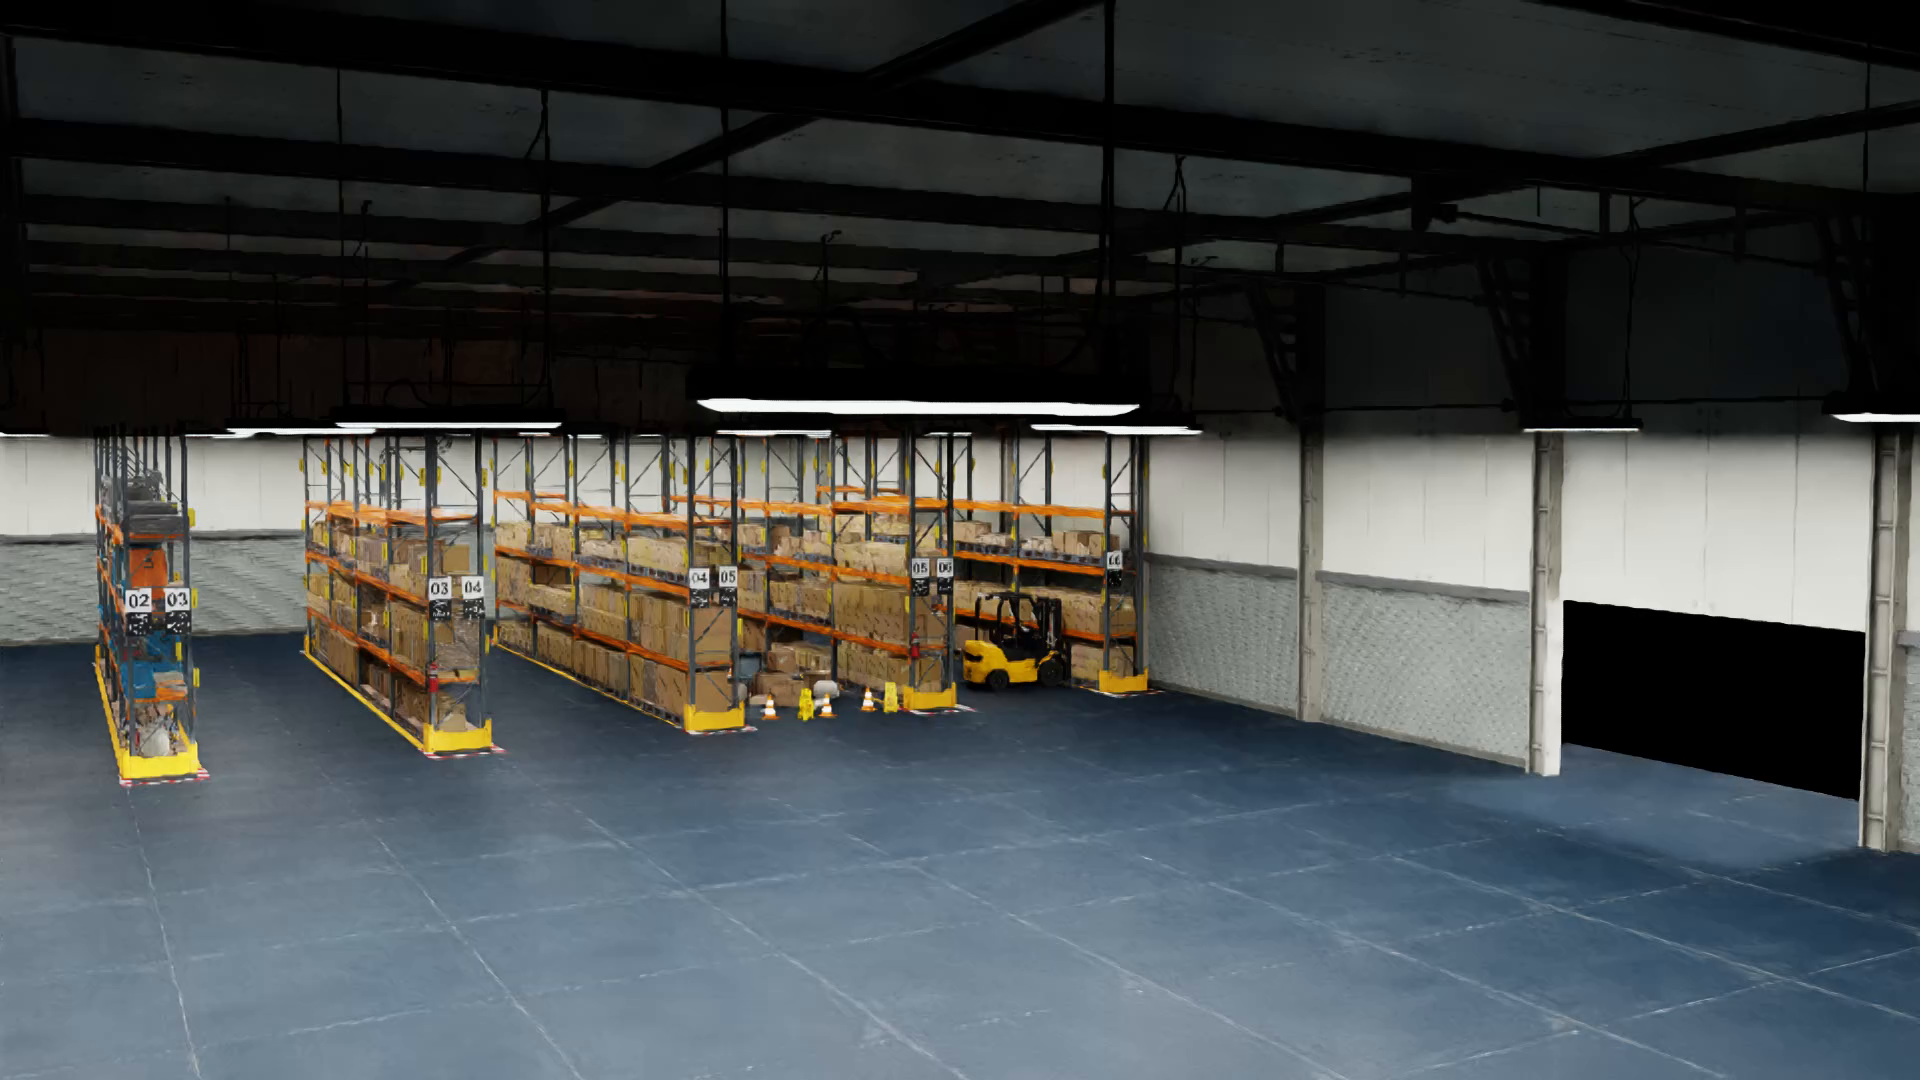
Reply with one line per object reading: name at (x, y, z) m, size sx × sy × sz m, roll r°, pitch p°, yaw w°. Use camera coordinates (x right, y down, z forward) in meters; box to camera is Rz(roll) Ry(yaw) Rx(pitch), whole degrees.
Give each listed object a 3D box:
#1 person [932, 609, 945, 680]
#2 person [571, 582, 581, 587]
person at (-0.594, 2.483, 39.529) m, size 0.463 × 1.675 × 0.524 m, roll 0°, pitch 3°, yaw 1°
person at (-11.769, 1.843, 51.108) m, size 0.470 × 1.587 × 0.506 m, roll 1°, pitch 4°, yaw 9°
